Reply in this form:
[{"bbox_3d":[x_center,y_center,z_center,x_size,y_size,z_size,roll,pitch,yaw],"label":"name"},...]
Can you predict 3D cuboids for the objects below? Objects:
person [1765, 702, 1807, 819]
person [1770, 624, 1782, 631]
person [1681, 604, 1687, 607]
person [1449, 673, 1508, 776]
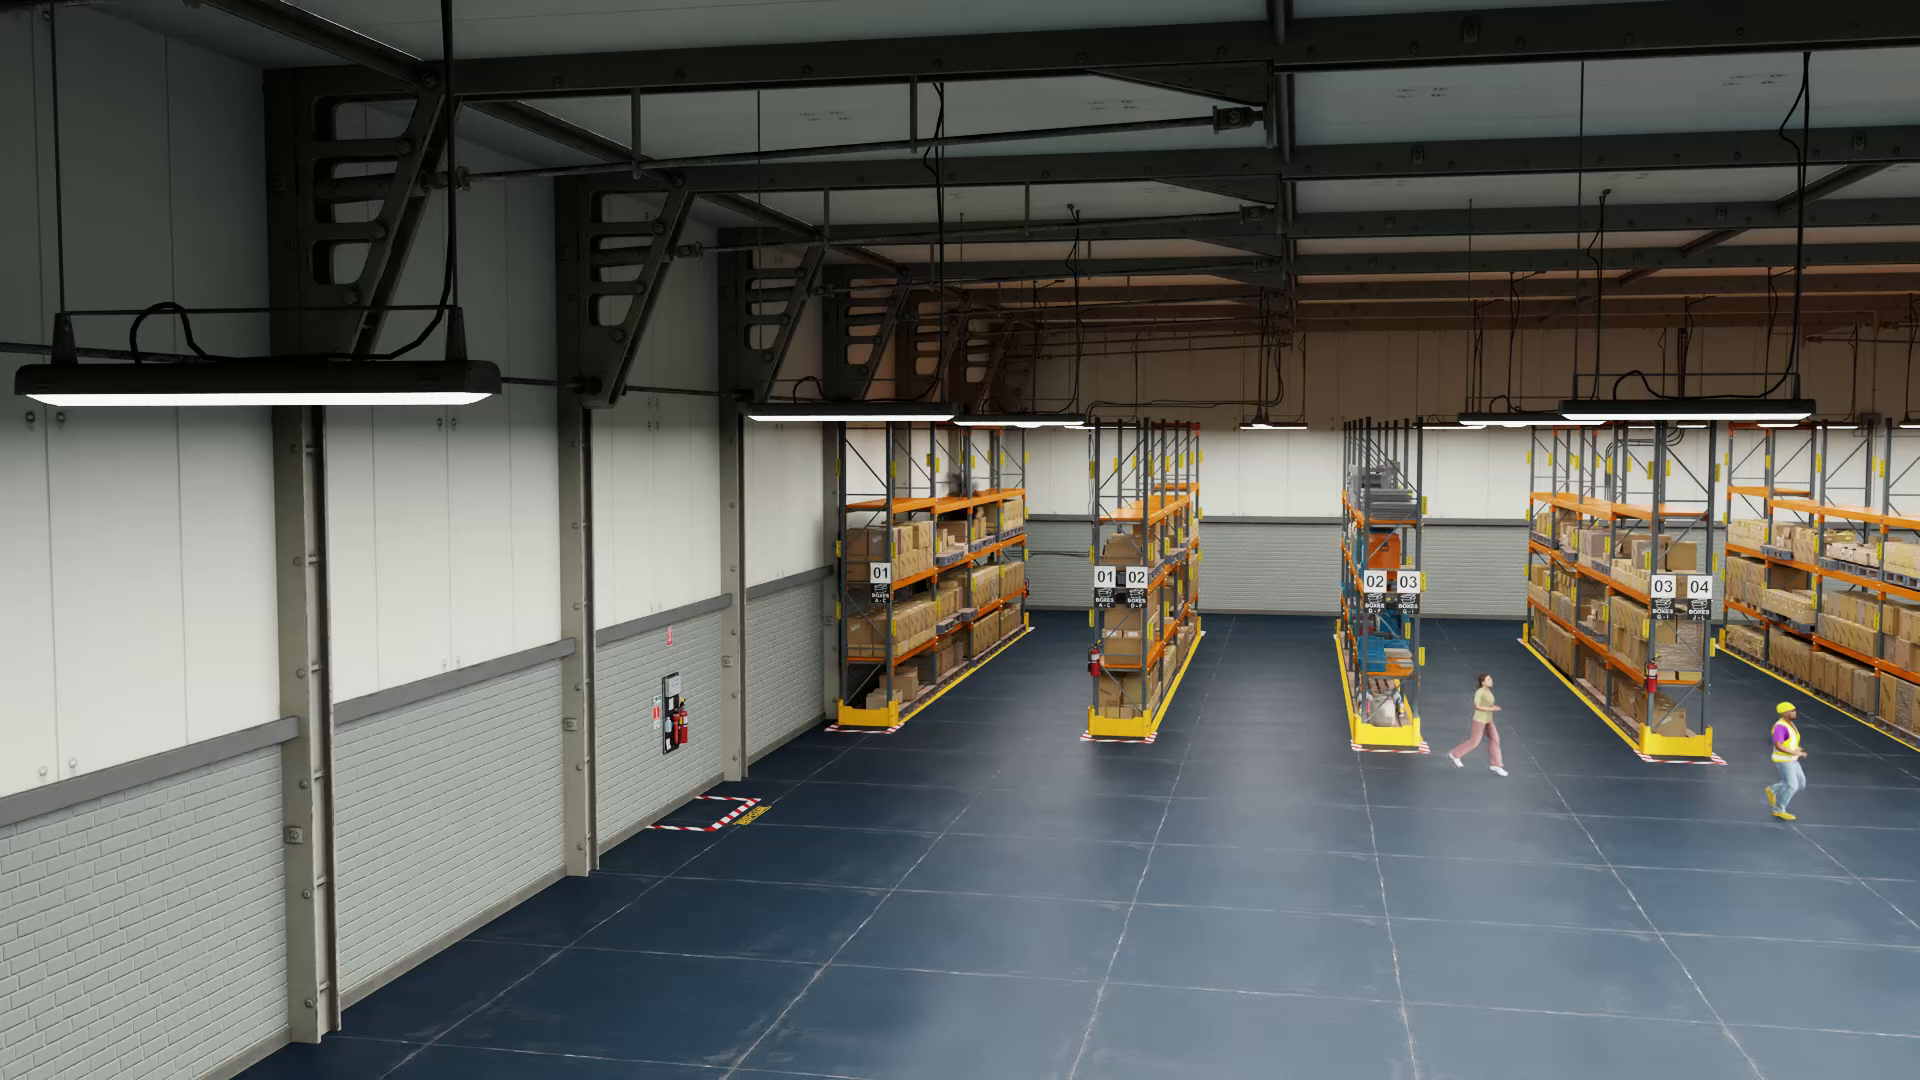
[{"bbox_3d":[12.250,3.259,24.656,0.593,1.726,0.744,3,5,37],"label":"person"},{"bbox_3d":[22.230,2.005,45.394,0.651,1.565,0.536,-1,4,-11],"label":"person"},{"bbox_3d":[19.084,1.983,44.338,0.896,1.704,0.670,-3,5,-42],"label":"person"},{"bbox_3d":[8.740,3.074,27.957,0.970,1.680,0.583,3,5,42],"label":"person"}]
